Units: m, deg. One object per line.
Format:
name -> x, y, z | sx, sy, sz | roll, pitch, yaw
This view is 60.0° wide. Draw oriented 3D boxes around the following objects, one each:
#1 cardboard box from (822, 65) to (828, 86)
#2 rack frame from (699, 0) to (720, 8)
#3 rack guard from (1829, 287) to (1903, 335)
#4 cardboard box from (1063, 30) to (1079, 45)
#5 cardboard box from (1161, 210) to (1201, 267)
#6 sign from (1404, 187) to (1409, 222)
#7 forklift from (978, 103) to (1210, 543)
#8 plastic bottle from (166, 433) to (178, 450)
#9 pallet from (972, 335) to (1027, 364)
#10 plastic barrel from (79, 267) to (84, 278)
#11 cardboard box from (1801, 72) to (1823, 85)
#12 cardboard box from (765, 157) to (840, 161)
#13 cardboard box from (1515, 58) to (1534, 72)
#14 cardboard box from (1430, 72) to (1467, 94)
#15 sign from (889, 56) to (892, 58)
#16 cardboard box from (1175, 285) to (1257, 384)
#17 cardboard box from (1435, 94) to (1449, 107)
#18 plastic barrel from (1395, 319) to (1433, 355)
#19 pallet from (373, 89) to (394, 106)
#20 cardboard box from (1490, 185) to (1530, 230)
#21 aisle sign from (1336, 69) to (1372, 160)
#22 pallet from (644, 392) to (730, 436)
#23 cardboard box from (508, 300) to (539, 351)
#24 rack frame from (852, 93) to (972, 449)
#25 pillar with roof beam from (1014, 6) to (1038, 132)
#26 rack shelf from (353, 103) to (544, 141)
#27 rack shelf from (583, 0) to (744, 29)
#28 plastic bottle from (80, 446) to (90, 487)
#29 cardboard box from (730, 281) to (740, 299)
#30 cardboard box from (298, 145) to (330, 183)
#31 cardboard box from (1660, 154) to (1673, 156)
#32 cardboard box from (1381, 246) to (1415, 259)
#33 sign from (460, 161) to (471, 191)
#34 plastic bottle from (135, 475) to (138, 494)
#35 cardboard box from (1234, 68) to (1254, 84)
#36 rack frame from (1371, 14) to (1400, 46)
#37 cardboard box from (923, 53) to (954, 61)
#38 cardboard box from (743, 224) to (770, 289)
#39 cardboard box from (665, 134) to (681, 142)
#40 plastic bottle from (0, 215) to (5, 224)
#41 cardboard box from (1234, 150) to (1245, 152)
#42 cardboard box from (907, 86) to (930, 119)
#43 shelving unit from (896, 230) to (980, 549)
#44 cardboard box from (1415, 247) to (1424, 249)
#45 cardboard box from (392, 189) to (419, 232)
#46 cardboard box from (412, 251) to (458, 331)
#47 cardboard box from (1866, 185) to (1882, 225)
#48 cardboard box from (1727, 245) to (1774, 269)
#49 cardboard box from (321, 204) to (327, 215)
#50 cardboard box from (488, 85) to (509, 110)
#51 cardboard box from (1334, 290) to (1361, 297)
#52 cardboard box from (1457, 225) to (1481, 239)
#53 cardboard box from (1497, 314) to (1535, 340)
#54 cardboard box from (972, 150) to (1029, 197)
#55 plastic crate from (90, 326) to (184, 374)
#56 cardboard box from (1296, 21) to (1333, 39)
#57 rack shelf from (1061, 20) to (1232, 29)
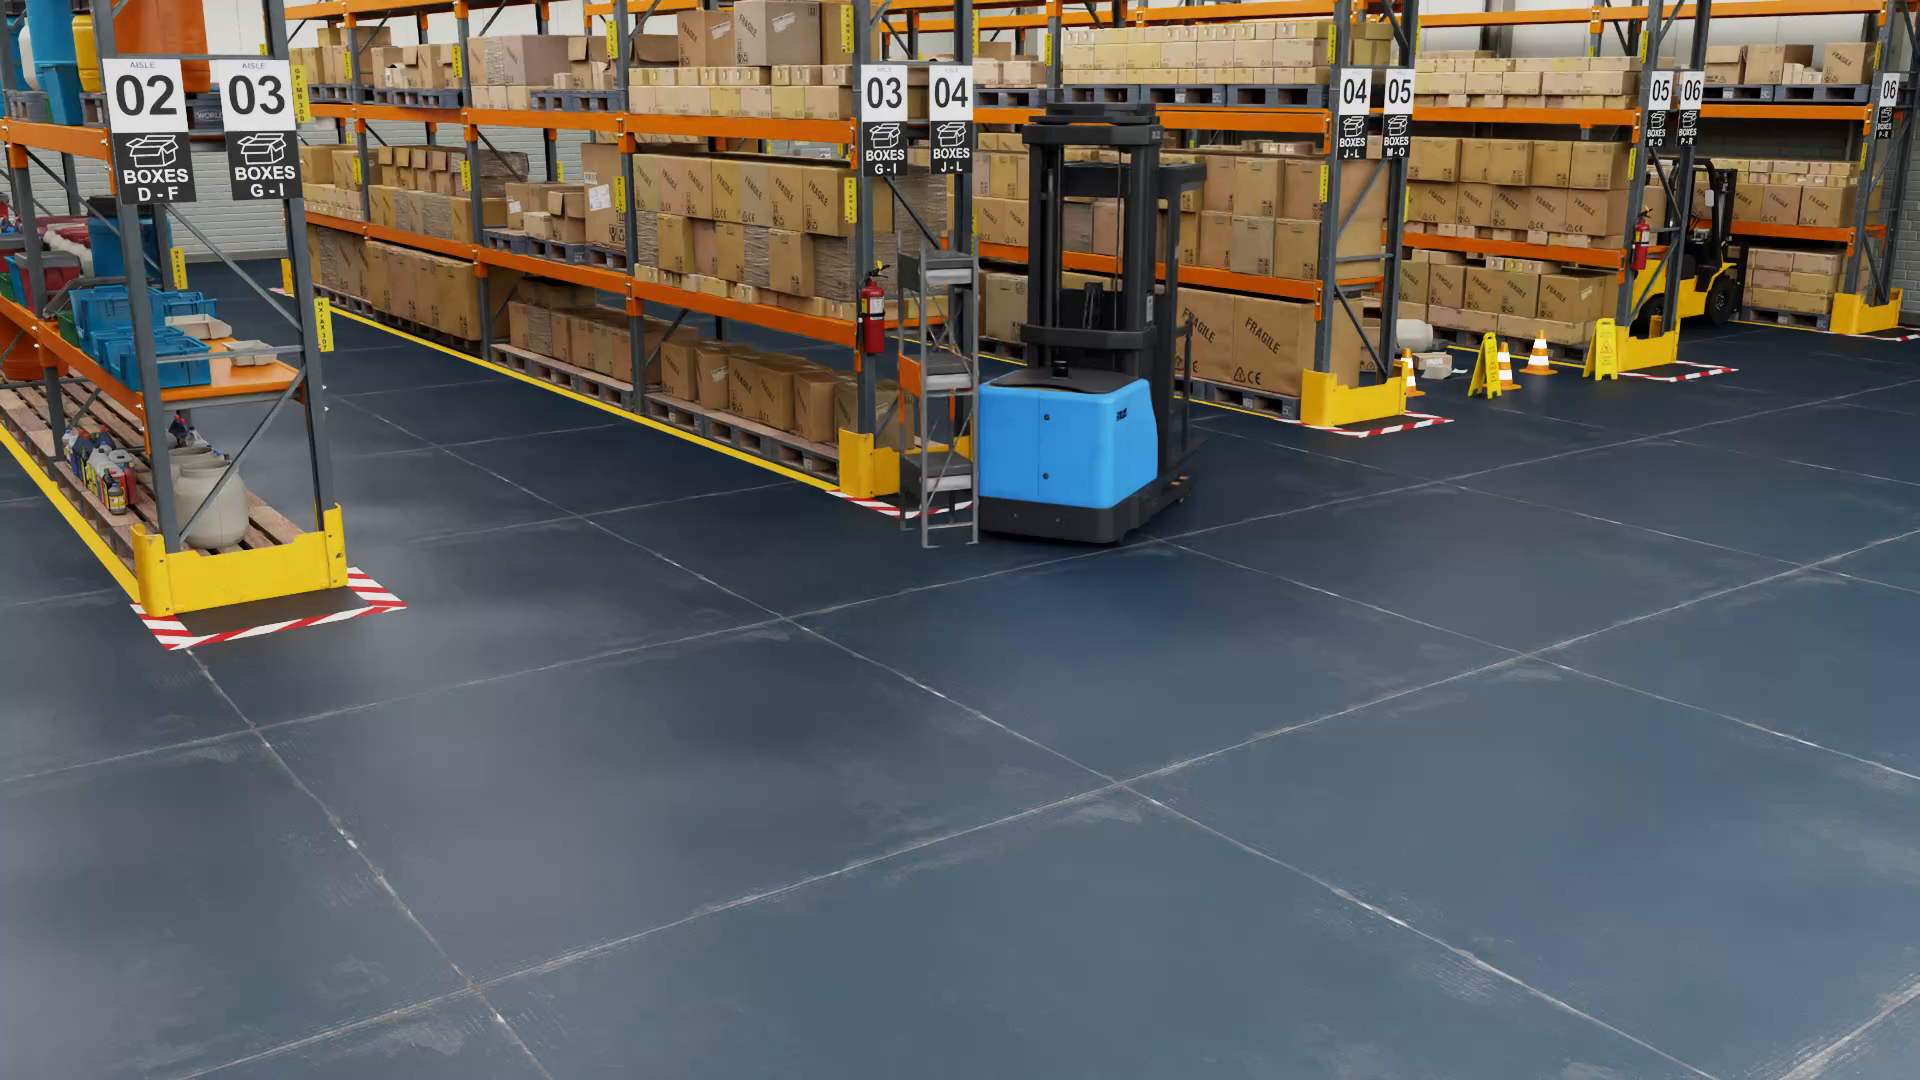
cardboard box -> -0.817, -3.520, 12.601 | 0.380, 0.149, 0.250 | -12, 19, -36
rack frame -> -3.328, -8.073, 24.024 | 1.000, 3.000, 0.127 | -11, 19, -35
rack guard -> 11.699, -2.967, 21.469 | 1.175, 0.500, 0.348 | -11, 19, -35
cardboard box -> 1.315, -5.301, 17.561 | 0.380, 0.149, 0.250 | -11, 19, -34
cardboard box -> 2.559, -3.121, 17.013 | 0.875, 0.550, 0.500 | -11, 19, -35
sign -> 4.180, -3.157, 15.639 | 0.100, 0.325, 0.005 | -11, 19, -35
forklift -> 1.153, -1.734, 12.358 | 1.130, 2.935, 3.031 | 7, 17, 24
plastic bottle -> -6.082, -0.690, 12.741 | 0.152, 0.276, 0.135 | -11, 19, -35
pallet -> 0.861, -2.279, 19.502 | 1.003, 0.211, 1.213 | -11, 19, -35
plastic barrel -> -7.356, -2.193, 14.170 | 0.301, 0.262, 0.301 | 0, 15, 0
cardboard box -> 10.952, -5.884, 21.201 | 0.380, 0.149, 0.250 | -12, 19, -36
cardboard box -> -1.329, -3.022, 14.289 | 0.500, 0.500, 0.500 | -11, 19, -35
cardboard box -> 6.571, -5.431, 19.021 | 0.380, 0.149, 0.250 | -12, 19, -36
cardboard box -> 5.952, -5.424, 19.752 | 0.500, 0.250, 0.500 | -11, 19, -34
sign -> -1.288, -8.740, 30.618 | 0.100, 0.325, 0.005 | -11, 19, -35
cardboard box -> 2.757, -2.116, 16.856 | 0.875, 0.875, 0.875 | -11, 19, -35
cardboard box -> 5.912, -5.263, 19.917 | 0.380, 0.149, 0.250 | -12, 19, -36
plastic barrel -> 5.233, -2.370, 19.433 | 0.512, 0.421, 0.421 | 1, 15, 4
pallet -> -6.820, -5.597, 21.024 | 0.805, 0.209, 1.217 | -12, 19, -37
cardboard box -> 6.548, -3.886, 19.341 | 0.500, 0.500, 0.500 | -11, 19, -35
aisle sign -> 3.527, -3.809, 14.886 | 0.394, 0.787, 0.004 | -11, 19, -35
pallet -> -2.272, -1.240, 15.705 | 1.003, 0.211, 1.213 | -11, 19, -35
cardboard box -> -4.637, -2.443, 18.722 | 0.700, 0.500, 0.500 | -12, 19, -37
rack frame -> -0.344, -1.868, 12.720 | 1.000, 3.000, 0.127 | -11, 19, -35
pillar with roof beam -> -2.061, -10.535, 33.022 | 9.100, 9.000, 0.400 | -11, 19, -35
rack shelf -> -6.223, -5.103, 20.221 | 1.077, 0.370, 4.000 | -11, 19, -35
rack shelf -> -4.504, -8.151, 25.680 | 1.077, 0.370, 4.000 | -11, 19, -35
plastic bottle -> -6.389, -0.537, 12.168 | 0.061, 0.283, 0.133 | -10, 18, -32
cardboard box -> -1.736, -2.144, 14.204 | 0.380, 0.149, 0.250 | -11, 19, -35
cardboard box -> -9.393, -5.467, 24.167 | 0.500, 0.500, 0.500 | -11, 19, -36
cardboard box -> 10.046, -5.401, 23.645 | 0.380, 0.149, 0.250 | -11, 19, -35
cardboard box -> 5.474, -3.608, 20.839 | 0.380, 0.149, 0.250 | -11, 19, -34
sign -> -5.494, -4.048, 18.491 | 0.100, 0.325, 0.005 | -11, 19, -35
plastic bottle -> -5.902, -0.397, 11.813 | 0.097, 0.201, 0.097 | 0, 15, 0
cardboard box -> 2.811, -4.374, 15.684 | 0.380, 0.149, 0.250 | -11, 19, -34
rack frame -> 6.981, -8.780, 26.608 | 1.000, 3.000, 0.127 | -11, 19, -35
cardboard box -> -0.202, -7.999, 28.258 | 0.797, 0.503, 0.637 | -9, 18, -30
cardboard box -> -1.295, -2.383, 13.849 | 0.875, 0.500, 0.500 | -11, 19, -35
cardboard box -> -4.131, -6.021, 25.246 | 0.500, 0.500, 0.500 | -12, 19, -36
plastic bottle -> -10.717, -3.470, 18.667 | 0.144, 0.351, 0.185 | -11, 19, -35
cardboard box -> 4.071, -5.239, 23.487 | 0.500, 0.500, 0.500 | -12, 20, -38
cardboard box -> -0.418, -3.386, 12.866 | 0.500, 0.250, 0.500 | -10, 18, -33
shelving unit -> -0.152, -1.033, 11.373 | 0.431, 2.100, 0.503 | -5, 16, -19
cardboard box -> 7.728, -4.670, 26.658 | 0.875, 0.625, 0.625 | -10, 18, -33
cardboard box -> -6.741, -4.128, 20.786 | 0.500, 0.500, 0.500 | -11, 19, -36
cardboard box -> -5.954, -3.096, 20.437 | 1.225, 0.875, 0.875 | -11, 19, -34
cardboard box -> 11.619, -4.375, 21.689 | 0.500, 0.500, 0.500 | -10, 18, -33
cardboard box -> 10.552, -3.801, 22.299 | 0.500, 0.250, 0.500 | -11, 19, -34
cardboard box -> -8.748, -4.653, 23.369 | 0.380, 0.149, 0.250 | -10, 18, -34
cardboard box -> -4.676, -4.701, 17.674 | 0.500, 0.250, 0.500 | -10, 18, -33
cardboard box -> 5.010, -3.307, 22.160 | 0.950, 0.372, 0.625 | -11, 19, -34
cardboard box -> 6.162, -3.698, 19.882 | 0.380, 0.149, 0.250 | -11, 19, -35
cardboard box -> 6.681, -2.526, 19.534 | 0.500, 0.250, 0.500 | -11, 19, -34
cardboard box -> 0.478, -4.324, 19.608 | 0.700, 0.500, 0.500 | -11, 19, -34
plastic crate -> -5.264, -1.228, 10.662 | 0.499, 0.251, 0.408 | -11, 19, -35
cardboard box -> 3.255, -4.597, 14.988 | 0.380, 0.149, 0.250 | -11, 19, -34
rack shelf -> 3.454, -9.712, 31.384 | 1.077, 0.370, 4.000 | -11, 19, -35
